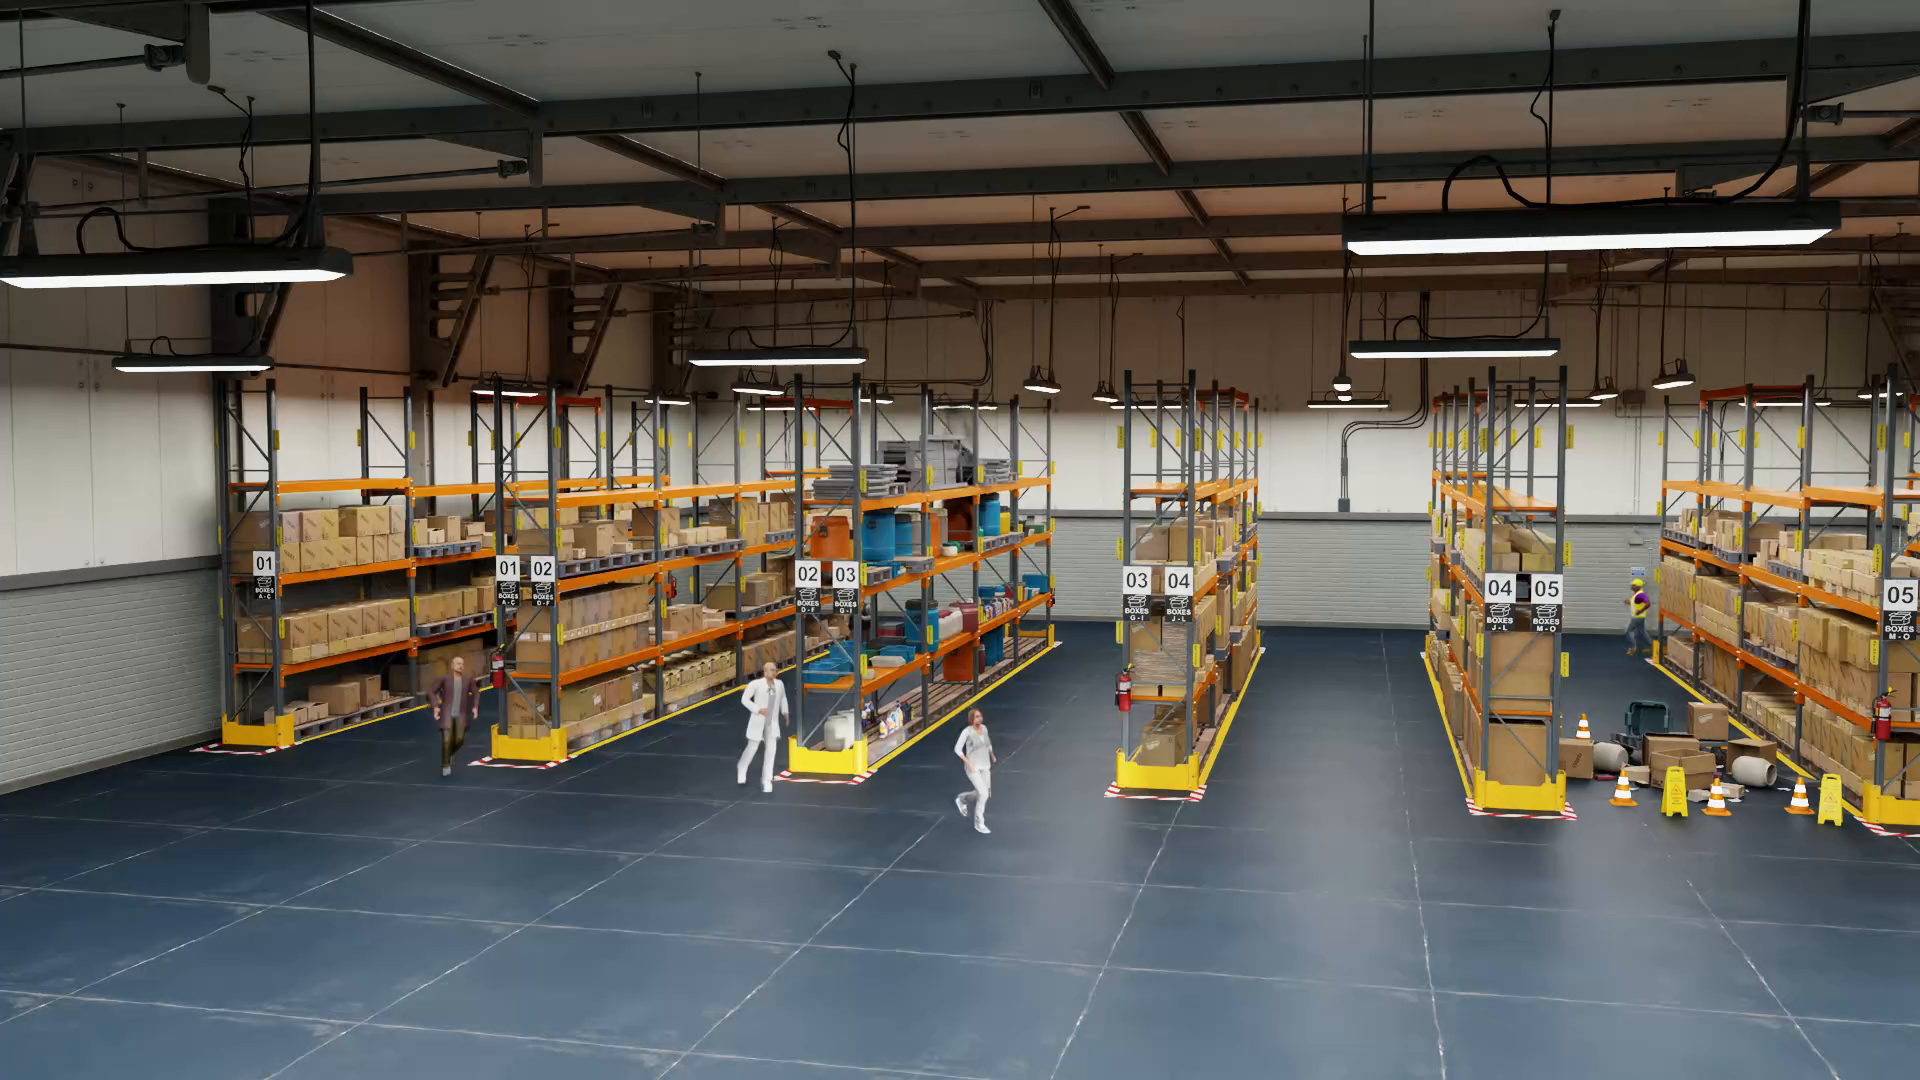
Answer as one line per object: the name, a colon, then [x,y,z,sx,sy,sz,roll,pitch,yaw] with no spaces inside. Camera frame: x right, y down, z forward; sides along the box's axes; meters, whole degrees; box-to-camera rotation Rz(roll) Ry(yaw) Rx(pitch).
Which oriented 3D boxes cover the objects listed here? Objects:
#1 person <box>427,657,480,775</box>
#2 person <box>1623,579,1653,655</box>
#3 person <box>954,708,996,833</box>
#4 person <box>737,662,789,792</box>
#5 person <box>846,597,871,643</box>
person: [-7.625,2.616,25.105,0.773,1.667,0.570,-2,4,-25]
person: [15.764,1.819,38.623,0.739,1.827,0.695,2,4,25]
person: [0.170,2.945,21.409,0.539,1.580,0.623,-3,5,-41]
person: [-2.783,2.667,24.010,0.770,1.795,0.889,-2,4,-30]
person: [-2.166,1.969,35.800,0.652,1.716,0.960,0,3,7]
